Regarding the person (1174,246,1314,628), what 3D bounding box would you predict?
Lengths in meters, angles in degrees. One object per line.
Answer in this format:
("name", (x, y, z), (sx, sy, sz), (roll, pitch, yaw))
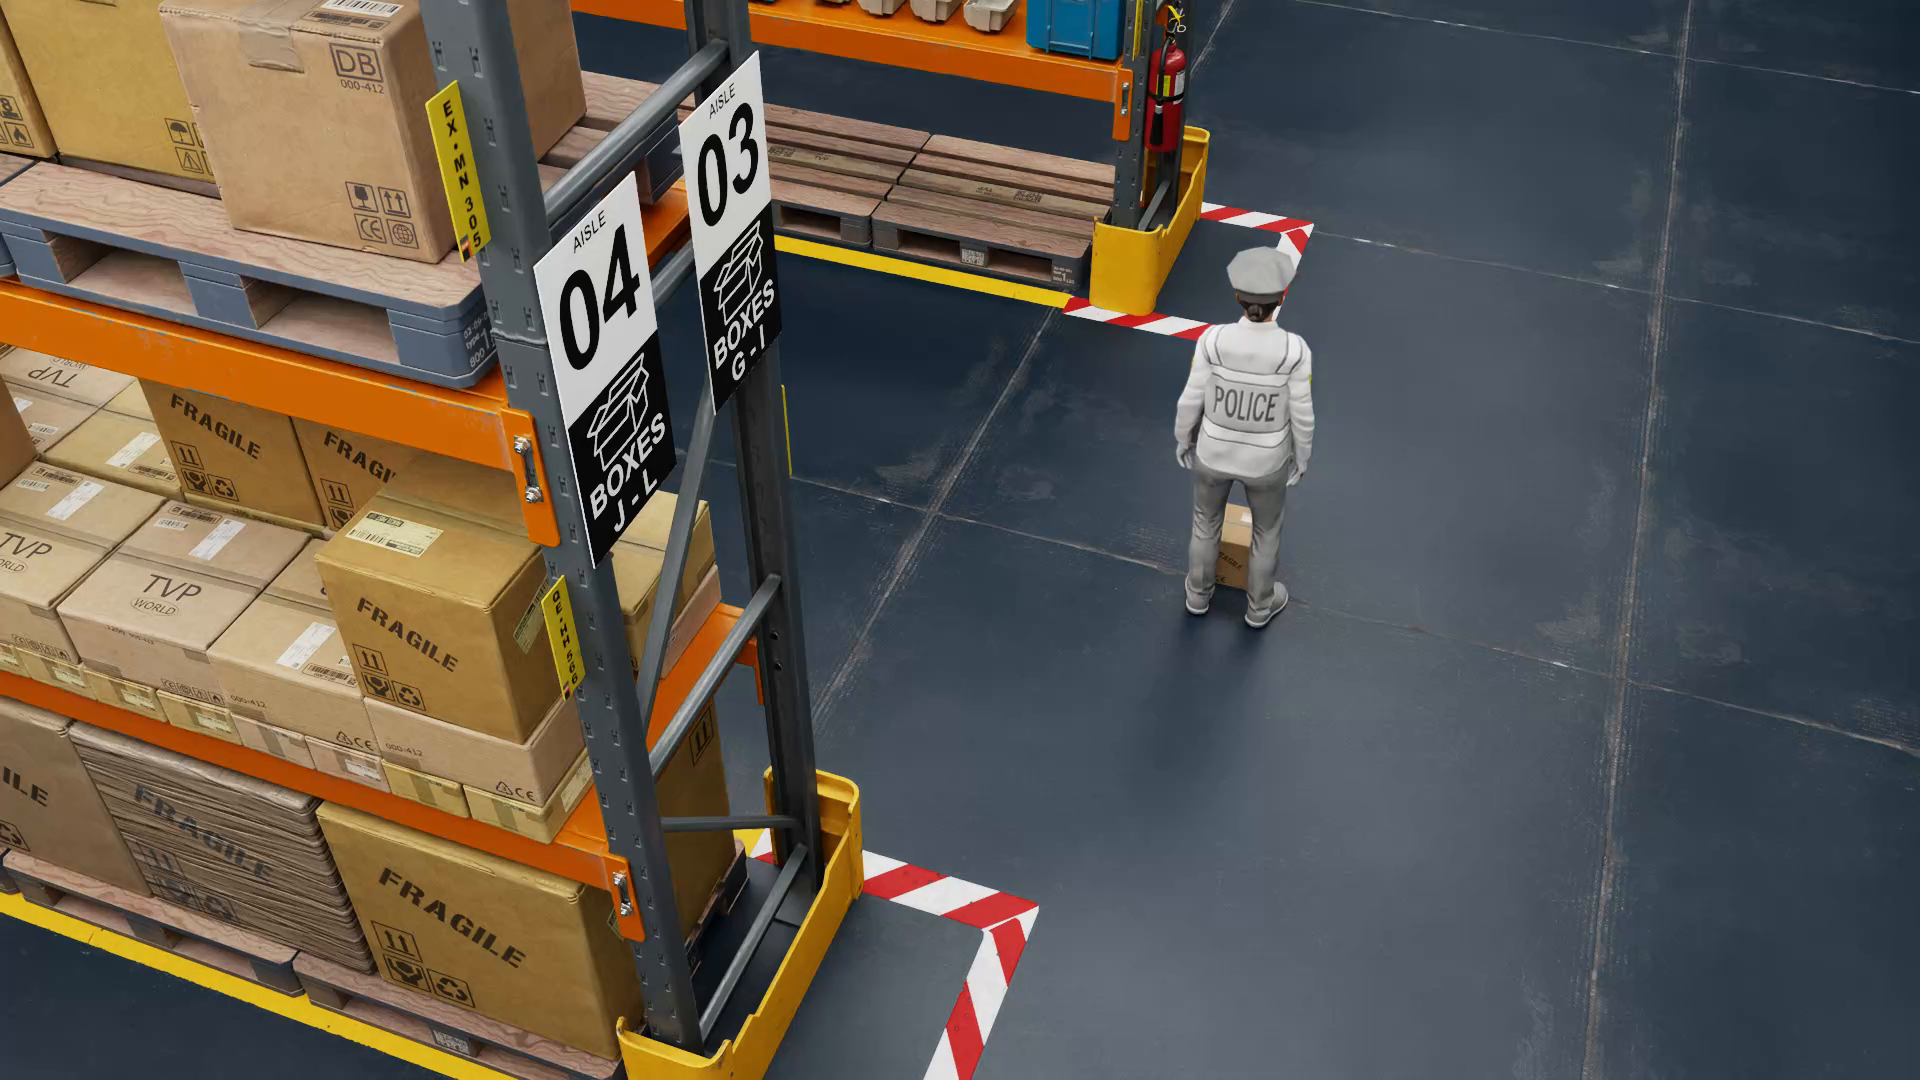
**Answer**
("person", (1.111, -0.345, 6.550), (0.546, 1.654, 0.375), (11, 43, 12))
